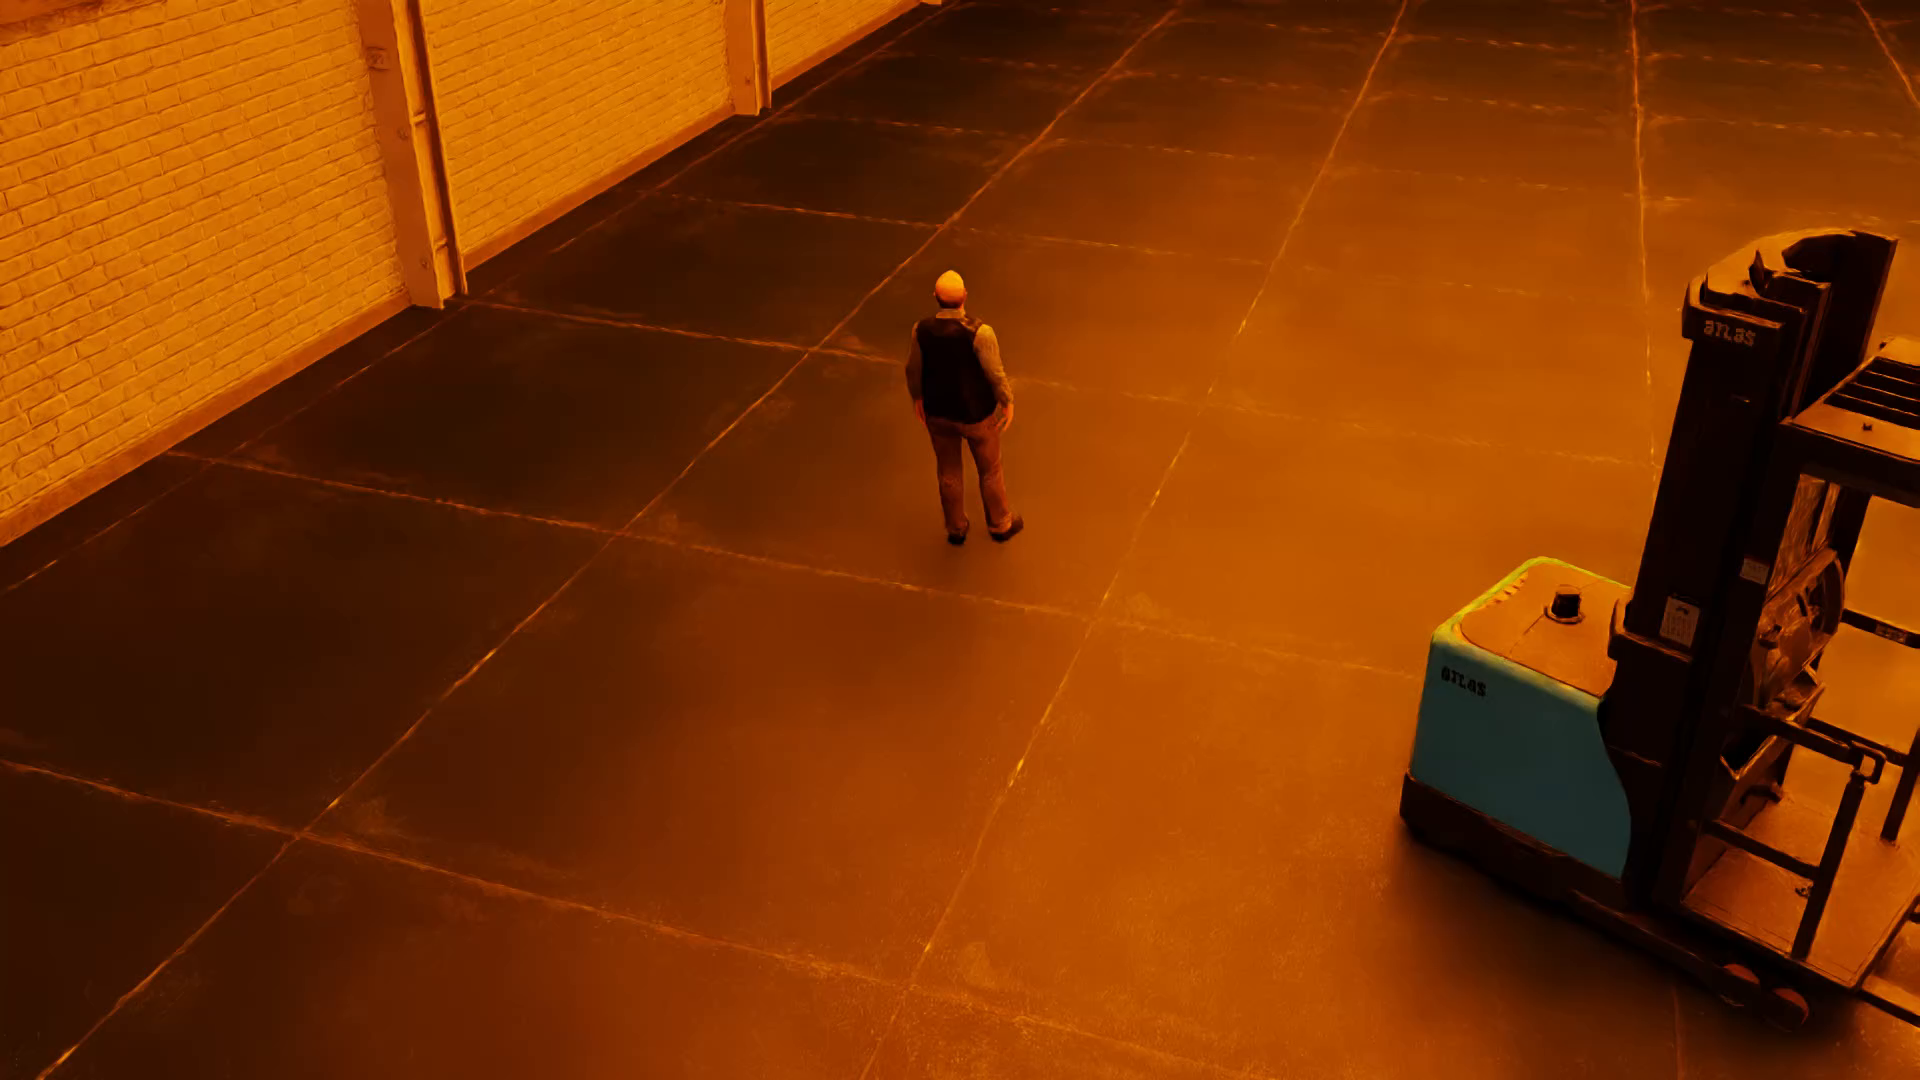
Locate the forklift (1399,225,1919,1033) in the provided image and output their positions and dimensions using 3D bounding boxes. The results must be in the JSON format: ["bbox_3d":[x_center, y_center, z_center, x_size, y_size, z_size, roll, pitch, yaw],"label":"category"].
[{"bbox_3d":[3.448,0.397,6.440,3.031,2.935,1.130,26,39,37],"label":"forklift"}]

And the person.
[{"bbox_3d":[0.028,-0.782,9.715,0.632,1.720,0.567,10,31,16],"label":"person"}]
